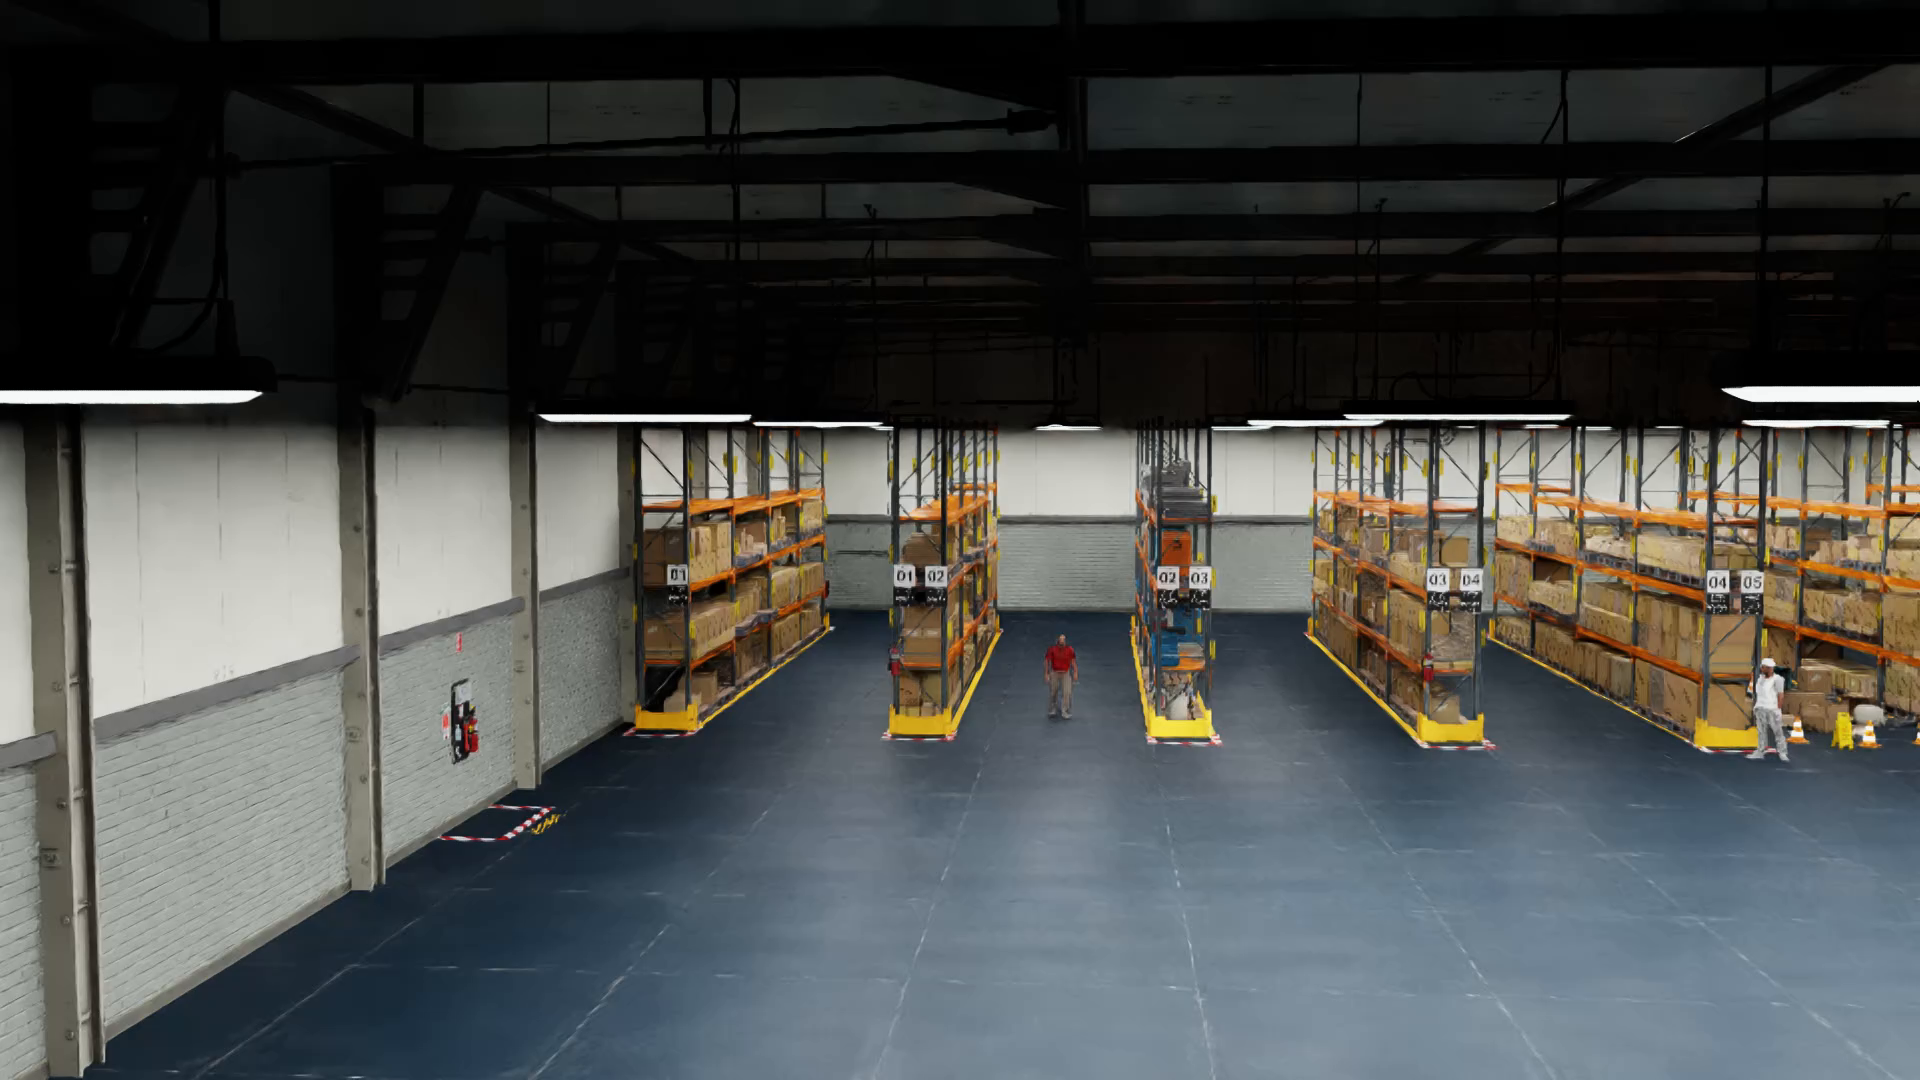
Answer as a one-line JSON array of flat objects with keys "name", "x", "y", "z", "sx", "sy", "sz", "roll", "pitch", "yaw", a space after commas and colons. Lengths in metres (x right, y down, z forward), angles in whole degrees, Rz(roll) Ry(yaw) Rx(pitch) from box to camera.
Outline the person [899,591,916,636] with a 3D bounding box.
[{"name": "person", "x": -1.414, "y": 1.847, "z": 46.385, "sx": 0.682, "sy": 1.710, "sz": 0.542, "roll": 0, "pitch": 4, "yaw": 3}]

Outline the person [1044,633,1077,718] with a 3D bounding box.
[{"name": "person", "x": 2.013, "y": 2.698, "z": 33.419, "sx": 0.673, "sy": 1.690, "sz": 0.700, "roll": 0, "pitch": 4, "yaw": -4}]

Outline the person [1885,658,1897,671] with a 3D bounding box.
[{"name": "person", "x": 21.601, "y": 2.292, "z": 38.693, "sx": 0.569, "sy": 1.783, "sz": 0.653, "roll": 3, "pitch": 5, "yaw": 35}]

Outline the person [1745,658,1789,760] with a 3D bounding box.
[{"name": "person", "x": 14.116, "y": 2.944, "z": 29.005, "sx": 0.563, "sy": 1.785, "sz": 0.669, "roll": -1, "pitch": 4, "yaw": -17}]
